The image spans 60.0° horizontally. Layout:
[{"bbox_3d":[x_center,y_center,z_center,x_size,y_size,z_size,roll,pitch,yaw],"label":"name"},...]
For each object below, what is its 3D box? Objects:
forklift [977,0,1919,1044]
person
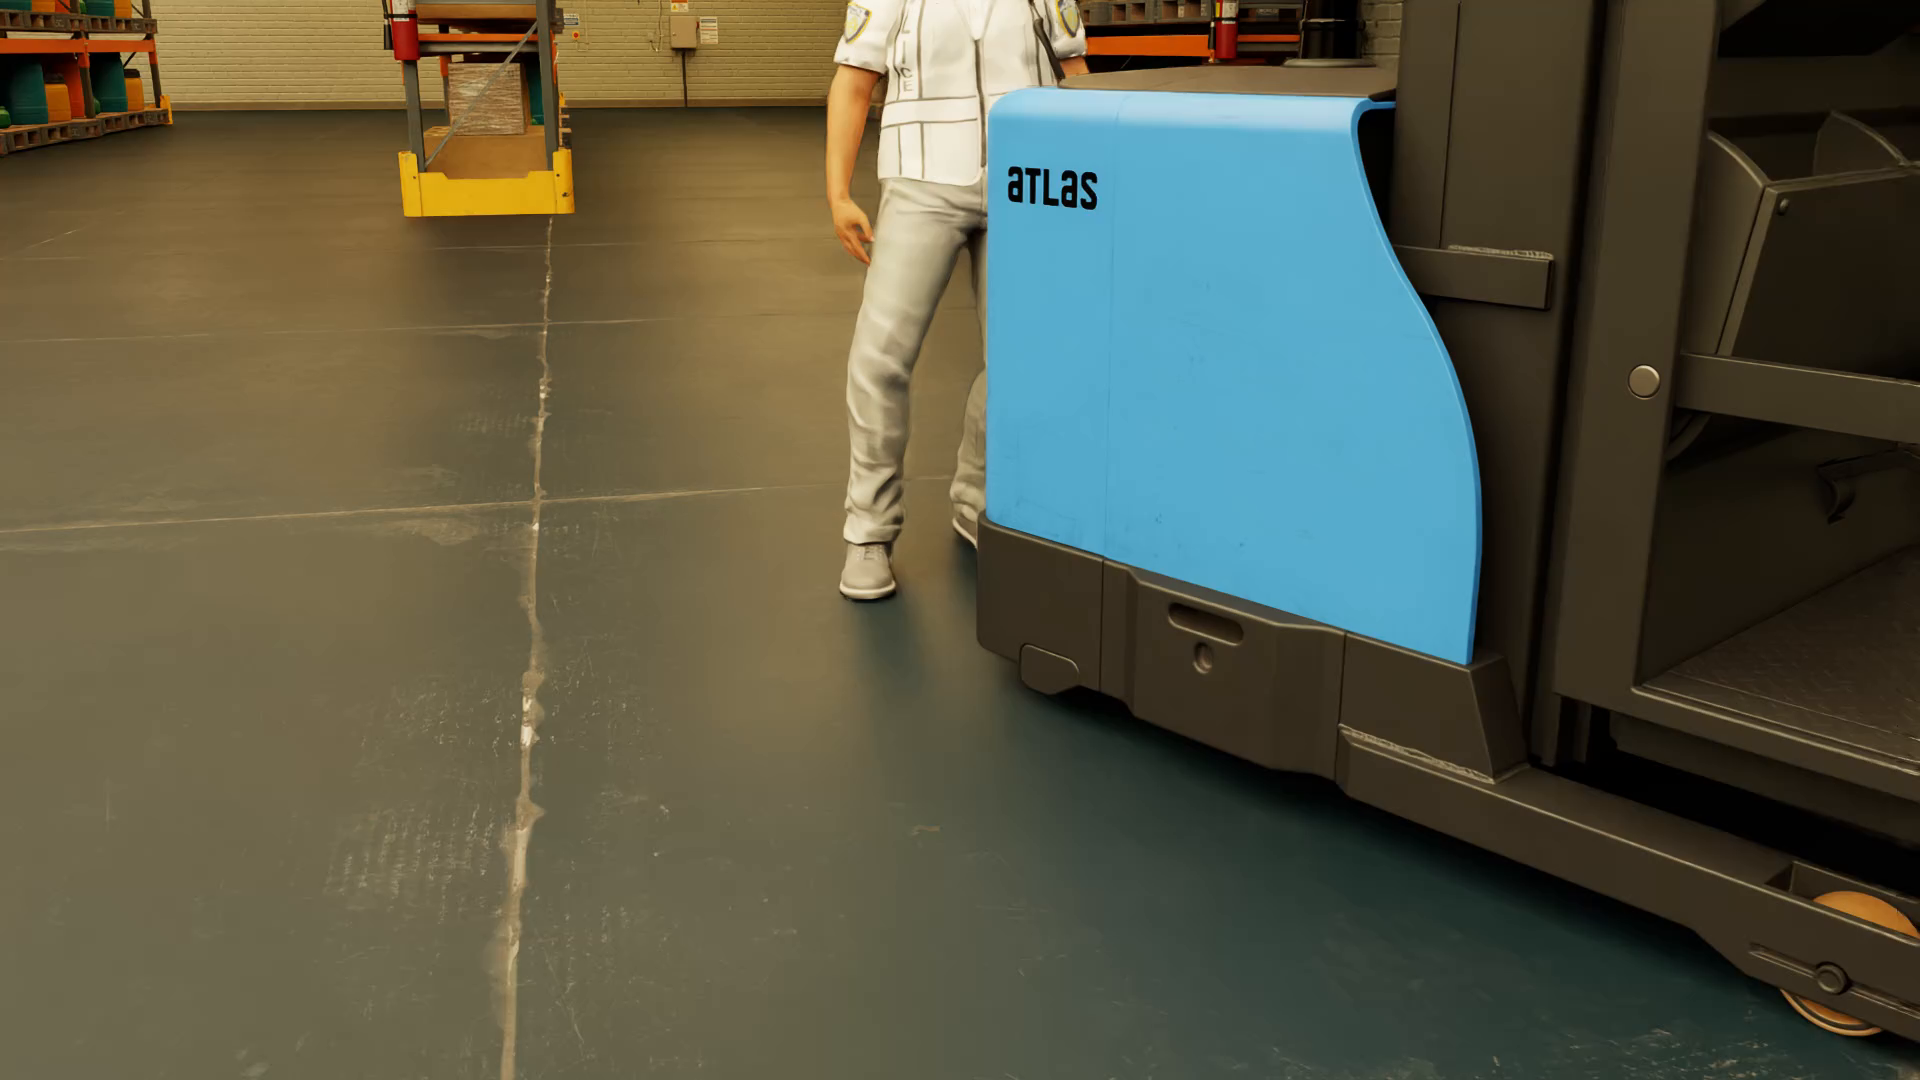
[{"bbox_3d":[1.391,-0.932,2.002,1.130,2.935,3.031,-14,22,-40],"label":"forklift"},{"bbox_3d":[0.022,-0.722,3.612,0.616,1.655,0.541,-2,17,-7],"label":"person"}]
